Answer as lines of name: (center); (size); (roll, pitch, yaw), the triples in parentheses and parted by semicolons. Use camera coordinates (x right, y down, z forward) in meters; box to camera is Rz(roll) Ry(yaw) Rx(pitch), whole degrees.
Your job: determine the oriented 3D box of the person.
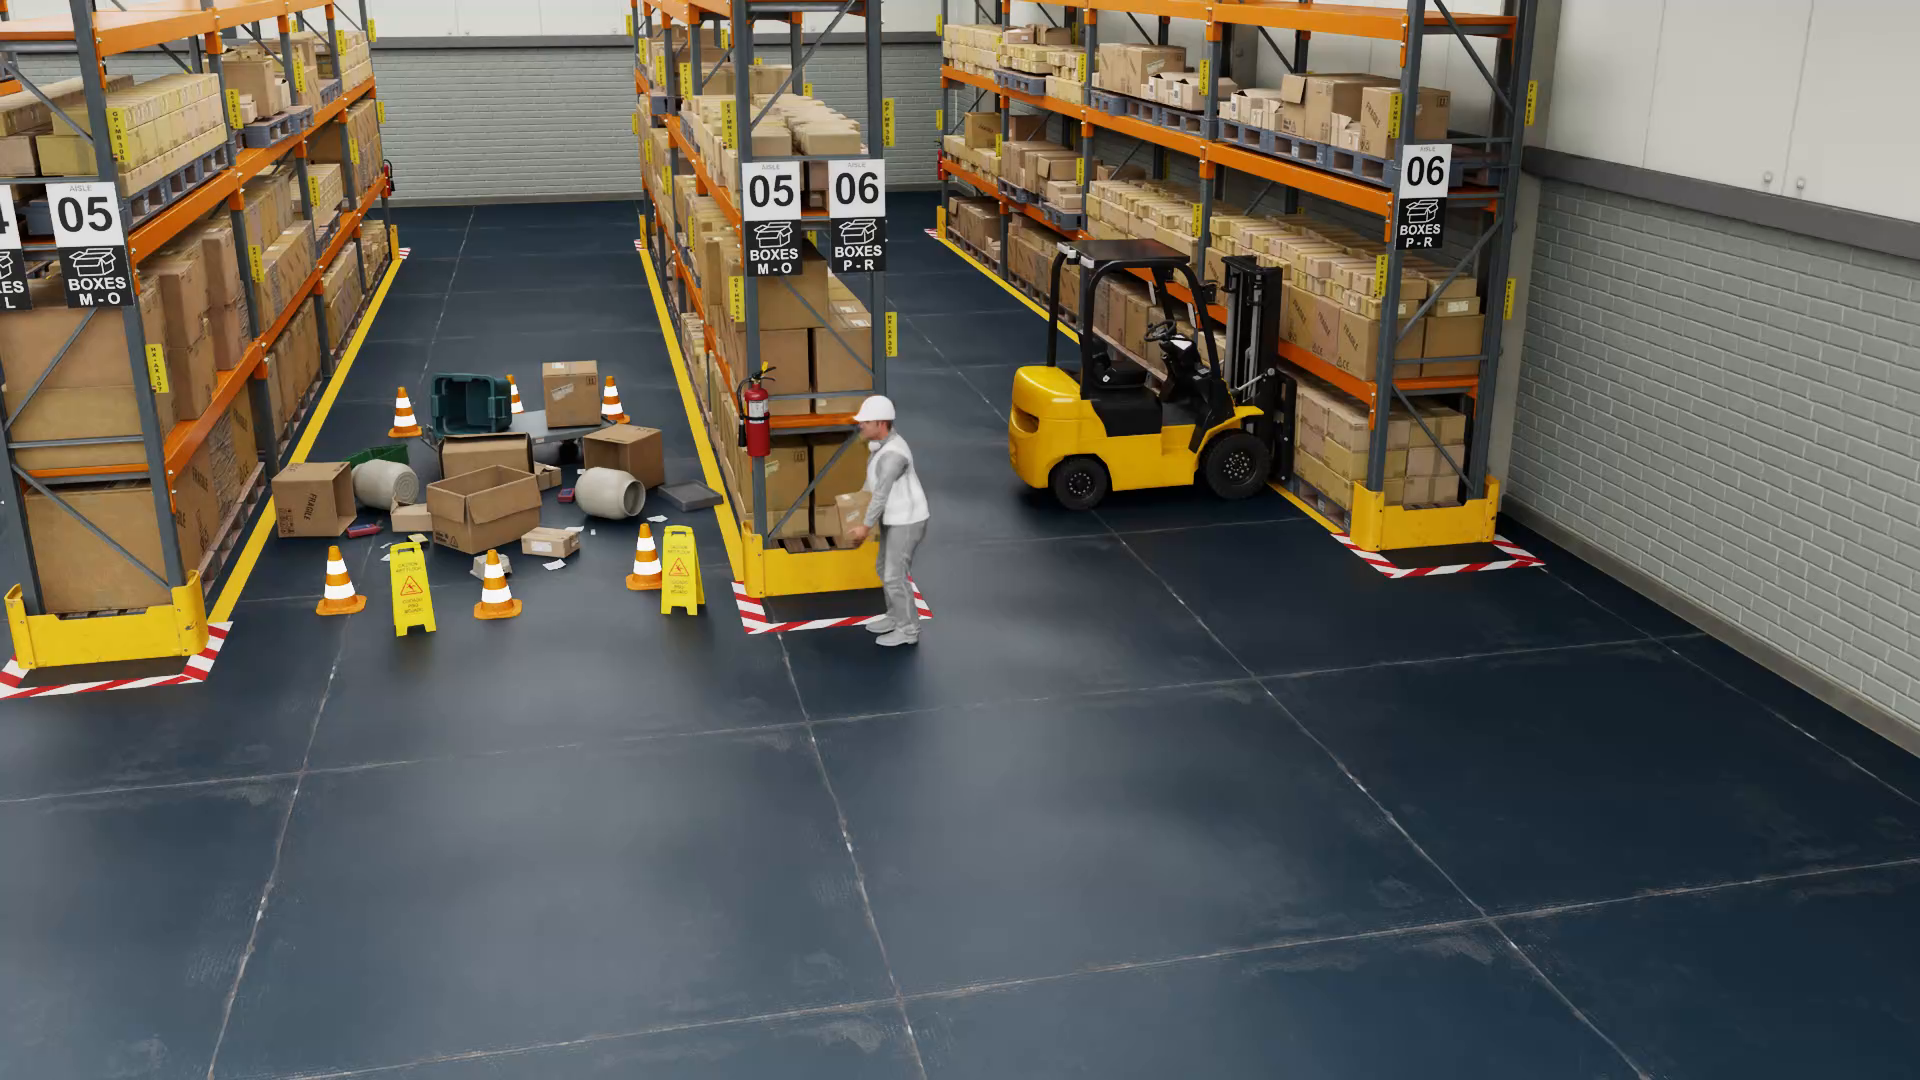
person: (-0.510, -0.138, 11.456); (0.584, 1.756, 0.484); (-3, 20, -9)
